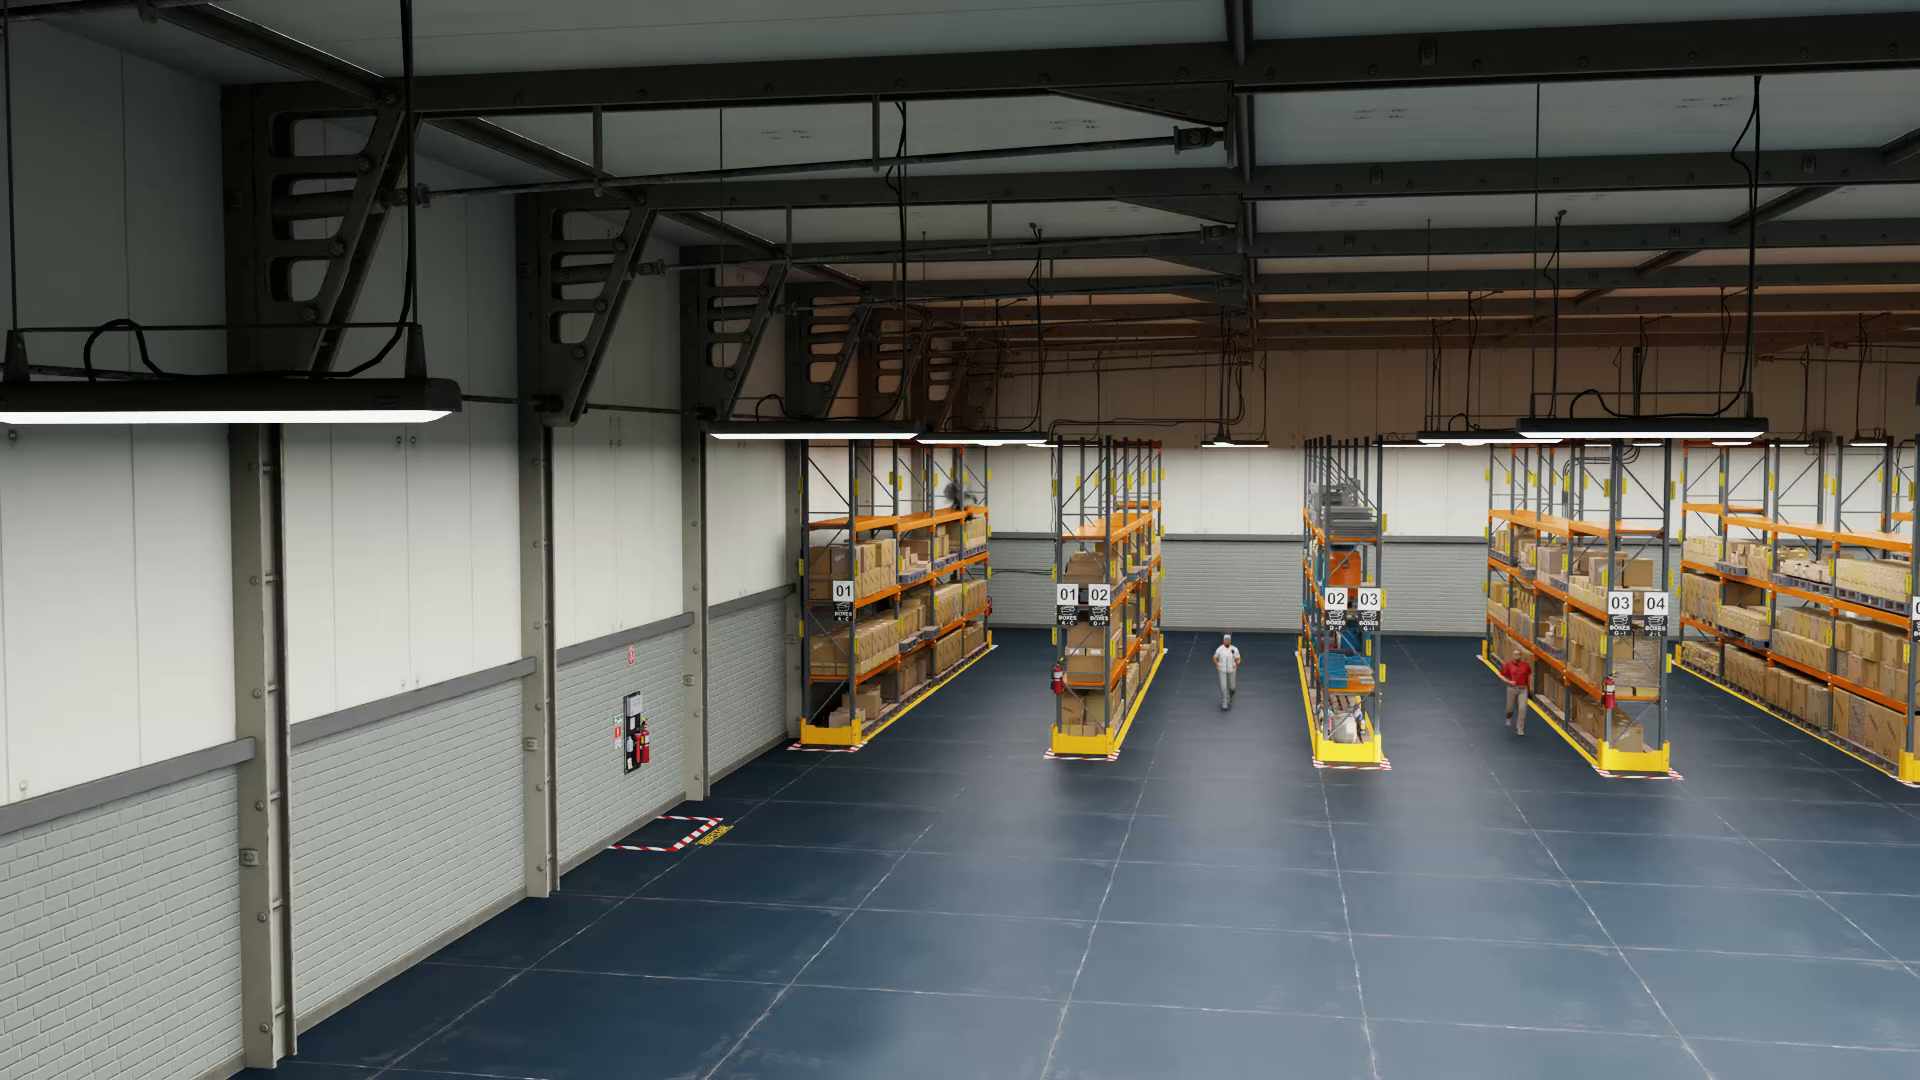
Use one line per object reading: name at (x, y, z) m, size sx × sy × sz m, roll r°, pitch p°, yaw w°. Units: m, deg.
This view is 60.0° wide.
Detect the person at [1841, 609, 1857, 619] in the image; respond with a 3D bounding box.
person at (24.138, 2.474, 45.112) m, size 0.813 × 1.713 × 0.674 m, roll 1°, pitch 3°, yaw 19°

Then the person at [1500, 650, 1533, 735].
person at (11.260, 3.057, 33.619) m, size 0.674 × 1.688 × 0.817 m, roll 0°, pitch 3°, yaw 7°

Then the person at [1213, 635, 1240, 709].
person at (5.926, 2.914, 36.965) m, size 0.609 × 1.618 × 0.609 m, roll 0°, pitch 3°, yaw 6°
